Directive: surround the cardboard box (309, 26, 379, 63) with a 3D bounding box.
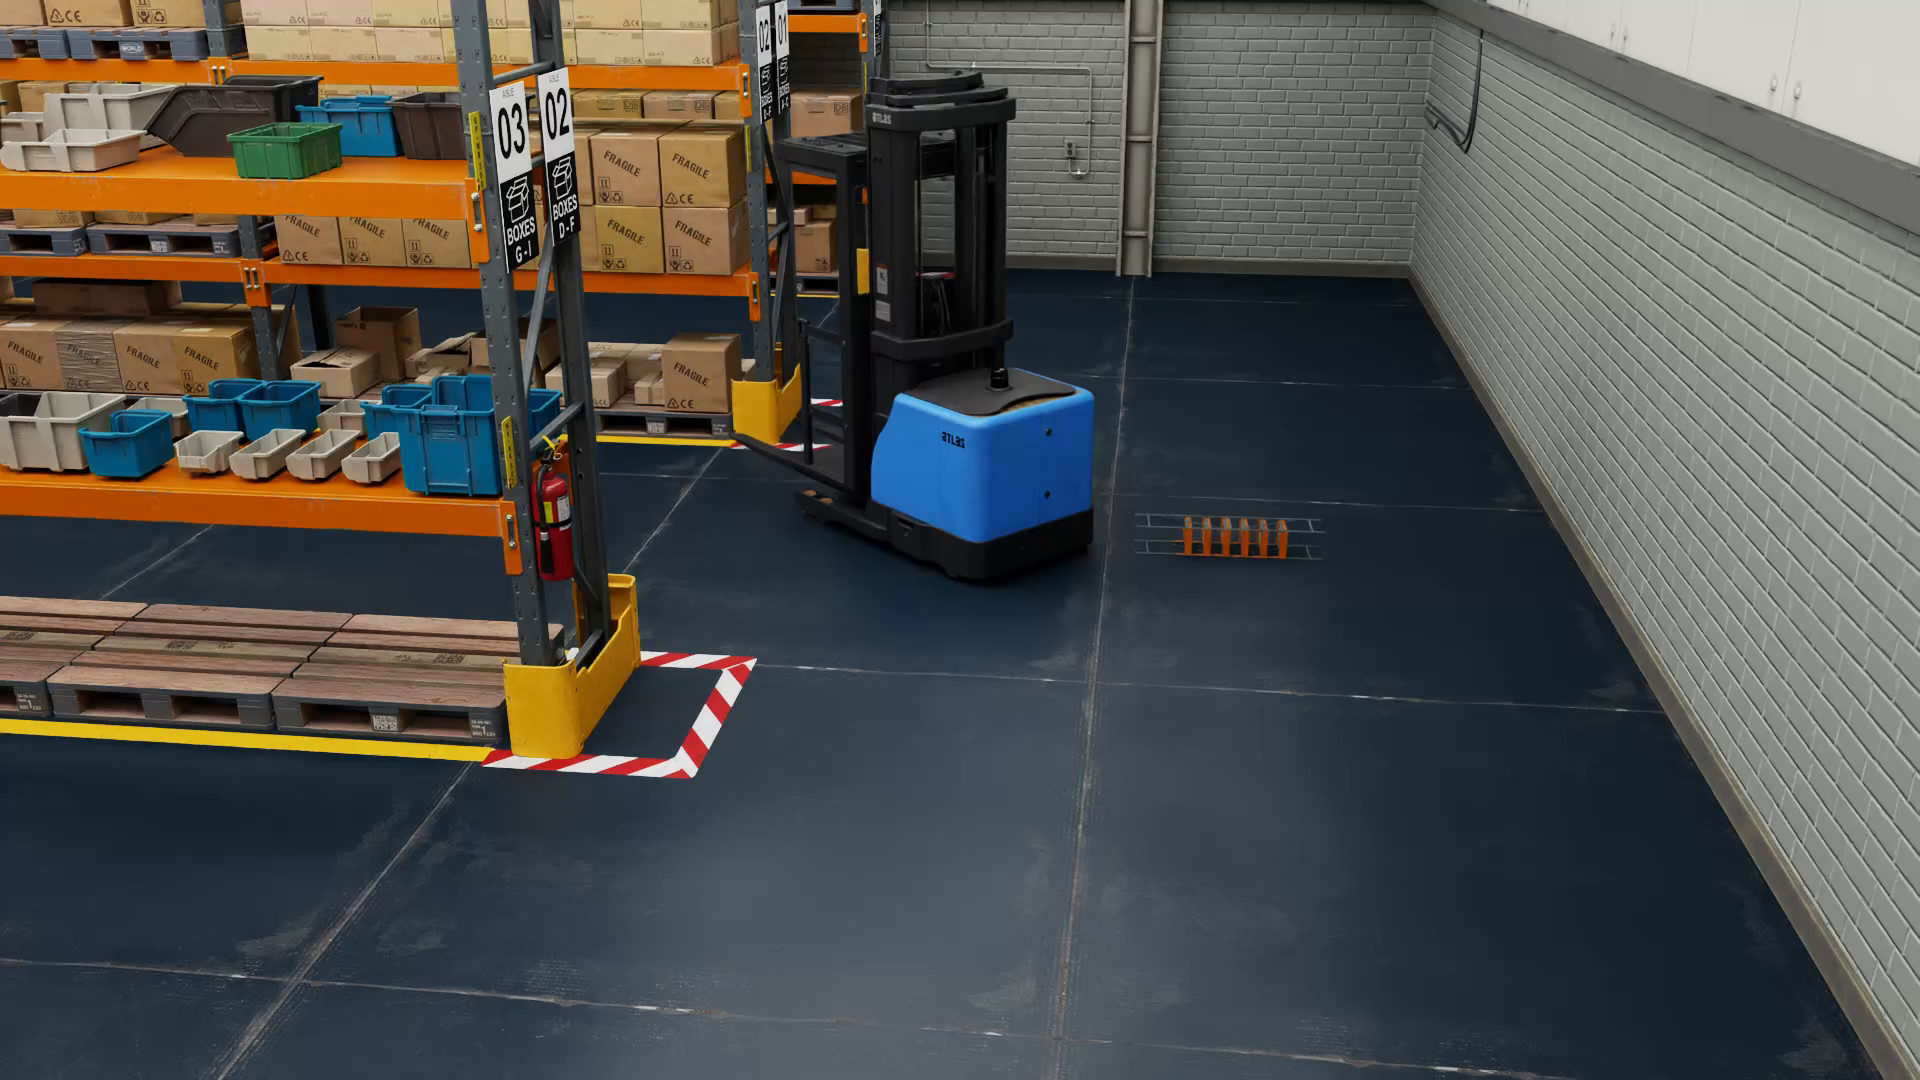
[{"bbox_3d":[-4.460,-3.699,12.340,0.500,0.250,0.500,2,22,6],"label":"cardboard box"}]

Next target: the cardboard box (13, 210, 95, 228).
[{"bbox_3d":[-7.171,-2.804,13.245,0.500,0.500,0.700,-3,22,-7],"label":"cardboard box"}]

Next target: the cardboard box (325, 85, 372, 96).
[{"bbox_3d":[-6.338,-4.834,17.500,0.500,0.250,0.500,3,22,7],"label":"cardboard box"}]

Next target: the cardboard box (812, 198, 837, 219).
[{"bbox_3d":[-1.417,-3.540,17.760,0.250,0.149,0.380,3,22,7],"label":"cardboard box"}]

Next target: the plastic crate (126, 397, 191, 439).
[{"bbox_3d":[-4.232,-0.640,8.755,0.466,0.136,0.293,2,22,6],"label":"plastic crate"}]

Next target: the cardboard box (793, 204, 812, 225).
[{"bbox_3d":[-1.714,-3.411,17.435,0.250,0.149,0.380,2,22,6],"label":"cardboard box"}]

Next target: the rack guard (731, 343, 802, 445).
[{"bbox_3d":[-1.513,-1.176,13.234,0.348,0.500,1.175,2,22,6],"label":"rack guard"}]

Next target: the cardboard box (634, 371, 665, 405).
[{"bbox_3d":[-2.398,-1.206,13.166,0.250,0.166,0.380,2,22,6],"label":"cardboard box"}]

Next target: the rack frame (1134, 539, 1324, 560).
[{"bbox_3d":[1.732,0.062,10.765,1.200,0.006,0.240,2,22,4],"label":"rack frame"}]

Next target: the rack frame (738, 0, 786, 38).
[{"bbox_3d":[-1.437,-5.125,11.664,0.127,3.000,1.000,2,22,6],"label":"rack frame"}]

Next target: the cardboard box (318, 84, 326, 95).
[{"bbox_3d":[-6.844,-4.856,17.555,0.500,0.250,0.500,2,22,5],"label":"cardboard box"}]

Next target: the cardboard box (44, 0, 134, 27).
[{"bbox_3d":[-6.568,-4.261,12.714,0.600,0.600,0.600,2,22,6],"label":"cardboard box"}]

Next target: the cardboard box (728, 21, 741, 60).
[{"bbox_3d":[-1.918,-3.775,12.534,0.500,0.250,0.500,2,22,6],"label":"cardboard box"}]

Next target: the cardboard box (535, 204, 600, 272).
[{"bbox_3d":[-2.925,-2.346,12.659,0.500,0.500,0.500,3,22,7],"label":"cardboard box"}]

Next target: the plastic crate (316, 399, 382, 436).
[{"bbox_3d":[-3.213,-0.636,8.747,0.298,0.136,0.250,2,22,6],"label":"plastic crate"}]

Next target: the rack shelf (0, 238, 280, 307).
[{"bbox_3d":[-7.396,-2.260,13.555,4.000,0.370,1.077,2,22,6],"label":"rack shelf"}]

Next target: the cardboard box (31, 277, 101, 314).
[{"bbox_3d":[-7.353,-2.074,13.887,0.500,0.250,0.500,2,22,5],"label":"cardboard box"}]

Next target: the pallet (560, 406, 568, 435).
[{"bbox_3d":[-3.513,-1.129,13.510,1.213,0.211,1.003,2,22,6],"label":"pallet"}]

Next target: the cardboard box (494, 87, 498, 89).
[{"bbox_3d":[-5.257,-4.975,17.856,0.500,0.250,0.500,3,22,8],"label":"cardboard box"}]

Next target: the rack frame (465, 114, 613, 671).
[{"bbox_3d":[-2.024,-0.527,8.192,0.127,3.000,1.000,2,22,6],"label":"rack frame"}]

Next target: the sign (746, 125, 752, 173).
[{"bbox_3d":[-1.523,-2.819,11.985,0.005,0.325,0.100,2,22,6],"label":"sign"}]

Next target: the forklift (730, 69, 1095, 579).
[{"bbox_3d":[-0.476,-1.589,10.973,1.130,2.935,3.031,-17,27,-37],"label":"forklift"}]

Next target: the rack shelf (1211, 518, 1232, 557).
[{"bbox_3d":[1.689,-0.024,10.734,0.103,0.180,0.258,2,22,4],"label":"rack shelf"}]

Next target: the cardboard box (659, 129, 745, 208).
[{"bbox_3d":[-1.912,-2.765,12.359,0.500,0.500,0.500,2,22,6],"label":"cardboard box"}]

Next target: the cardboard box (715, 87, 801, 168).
[{"bbox_3d":[-2.090,-4.329,17.402,0.700,0.700,0.980,2,22,6],"label":"cardboard box"}]

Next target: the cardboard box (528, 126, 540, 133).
[{"bbox_3d":[-3.439,-2.830,12.522,0.500,0.500,0.500,3,22,8],"label":"cardboard box"}]

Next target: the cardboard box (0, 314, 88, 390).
[{"bbox_3d":[-7.427,-1.535,13.543,0.500,0.500,0.500,2,22,4],"label":"cardboard box"}]

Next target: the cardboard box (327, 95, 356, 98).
[{"bbox_3d":[-6.324,-4.482,17.630,0.500,0.500,0.500,3,22,6],"label":"cardboard box"}]

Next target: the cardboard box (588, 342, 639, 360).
[{"bbox_3d":[-2.937,-1.431,13.622,0.500,0.250,0.500,2,22,6],"label":"cardboard box"}]

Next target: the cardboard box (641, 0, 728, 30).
[{"bbox_3d":[-1.978,-3.822,11.971,0.500,0.250,0.500,2,22,6],"label":"cardboard box"}]

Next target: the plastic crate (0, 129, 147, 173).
[{"bbox_3d":[-4.105,-1.798,7.686,0.530,0.136,0.437,2,22,6],"label":"plastic crate"}]

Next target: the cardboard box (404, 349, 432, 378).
[{"bbox_3d":[-4.431,-1.472,13.861,0.250,0.149,0.380,2,22,6],"label":"cardboard box"}]

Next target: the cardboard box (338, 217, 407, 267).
[{"bbox_3d":[-4.427,-2.412,12.825,0.500,0.500,0.500,3,22,7],"label":"cardboard box"}]

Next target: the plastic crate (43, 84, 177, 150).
[{"bbox_3d":[-4.189,-2.075,8.190,0.530,0.282,0.437,2,22,6],"label":"plastic crate"}]

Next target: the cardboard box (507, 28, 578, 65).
[{"bbox_3d":[-2.972,-3.629,12.163,0.500,0.250,0.500,2,22,6],"label":"cardboard box"}]

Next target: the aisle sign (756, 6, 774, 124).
[{"bbox_3d":[-1.406,-3.429,11.998,0.004,0.787,0.394,2,22,6],"label":"aisle sign"}]

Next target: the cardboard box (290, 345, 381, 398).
[{"bbox_3d":[-5.018,-1.365,13.372,0.500,0.311,0.500,2,22,6],"label":"cardboard box"}]

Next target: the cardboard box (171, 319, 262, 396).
[{"bbox_3d":[-5.933,-1.467,13.372,0.500,0.500,0.500,2,22,6],"label":"cardboard box"}]

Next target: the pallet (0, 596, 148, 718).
[{"bbox_3d":[-5.262,0.615,9.098,1.213,0.211,1.003,2,22,6],"label":"pallet"}]

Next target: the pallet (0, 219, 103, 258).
[{"bbox_3d":[-7.450,-2.510,13.469,1.213,0.211,1.003,2,22,6],"label":"pallet"}]

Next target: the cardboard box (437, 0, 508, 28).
[{"bbox_3d":[-3.468,-3.886,12.133,0.500,0.250,0.500,2,22,6],"label":"cardboard box"}]

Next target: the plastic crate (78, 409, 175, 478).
[{"bbox_3d":[-4.094,-0.472,8.200,0.300,0.233,0.416,2,22,6],"label":"plastic crate"}]

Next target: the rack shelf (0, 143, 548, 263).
[{"bbox_3d":[-4.010,-1.674,7.992,4.000,0.370,1.077,2,22,6],"label":"rack shelf"}]

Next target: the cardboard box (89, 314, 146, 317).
[{"bbox_3d":[-6.888,-1.704,13.971,0.500,0.500,0.500,3,22,7],"label":"cardboard box"}]

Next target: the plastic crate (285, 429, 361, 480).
[{"bbox_3d":[-3.141,-0.419,8.197,0.243,0.136,0.396,2,22,6],"label":"plastic crate"}]

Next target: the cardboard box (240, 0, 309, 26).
[{"bbox_3d":[-4.956,-3.954,12.306,0.500,0.250,0.500,2,22,6],"label":"cardboard box"}]

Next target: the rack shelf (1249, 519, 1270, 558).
[{"bbox_3d":[1.928,-0.016,10.718,0.103,0.180,0.258,2,22,4],"label":"rack shelf"}]

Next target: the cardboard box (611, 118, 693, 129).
[{"bbox_3d":[-2.367,-2.982,12.907,0.500,0.500,0.500,3,22,7],"label":"cardboard box"}]

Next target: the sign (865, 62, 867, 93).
[{"bbox_3d":[-0.936,-4.595,16.586,0.005,0.325,0.100,2,22,6],"label":"sign"}]

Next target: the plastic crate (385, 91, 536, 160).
[{"bbox_3d":[-2.374,-1.979,7.965,0.590,0.269,0.497,2,22,6],"label":"plastic crate"}]

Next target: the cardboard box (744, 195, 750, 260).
[{"bbox_3d":[-1.847,-2.497,13.040,0.500,0.500,0.500,3,22,7],"label":"cardboard box"}]

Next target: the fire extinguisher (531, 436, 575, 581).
[{"bbox_3d":[-1.928,-0.145,7.839,0.183,0.674,0.296,2,22,6],"label":"fire extinguisher"}]

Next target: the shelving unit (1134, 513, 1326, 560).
[{"bbox_3d":[1.733,-0.023,10.731,1.200,0.189,0.258,2,22,4],"label":"shelving unit"}]

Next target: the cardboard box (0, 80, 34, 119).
[{"bbox_3d":[-10.510,-4.804,18.276,0.500,0.500,0.700,2,22,6],"label":"cardboard box"}]

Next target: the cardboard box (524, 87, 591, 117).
[{"bbox_3d":[-4.294,-4.427,17.650,0.700,0.700,0.980,3,22,7],"label":"cardboard box"}]

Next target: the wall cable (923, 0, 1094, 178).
[{"bbox_3d":[0.525,-4.906,17.888,1.851,1.984,0.084,2,22,6],"label":"wall cable"}]

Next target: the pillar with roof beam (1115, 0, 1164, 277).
[{"bbox_3d":[1.418,-5.561,12.766,0.400,9.000,9.100,2,22,6],"label":"pillar with roof beam"}]

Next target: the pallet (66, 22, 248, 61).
[{"bbox_3d":[-6.049,-3.870,12.823,1.003,0.211,1.213,2,22,6],"label":"pallet"}]
